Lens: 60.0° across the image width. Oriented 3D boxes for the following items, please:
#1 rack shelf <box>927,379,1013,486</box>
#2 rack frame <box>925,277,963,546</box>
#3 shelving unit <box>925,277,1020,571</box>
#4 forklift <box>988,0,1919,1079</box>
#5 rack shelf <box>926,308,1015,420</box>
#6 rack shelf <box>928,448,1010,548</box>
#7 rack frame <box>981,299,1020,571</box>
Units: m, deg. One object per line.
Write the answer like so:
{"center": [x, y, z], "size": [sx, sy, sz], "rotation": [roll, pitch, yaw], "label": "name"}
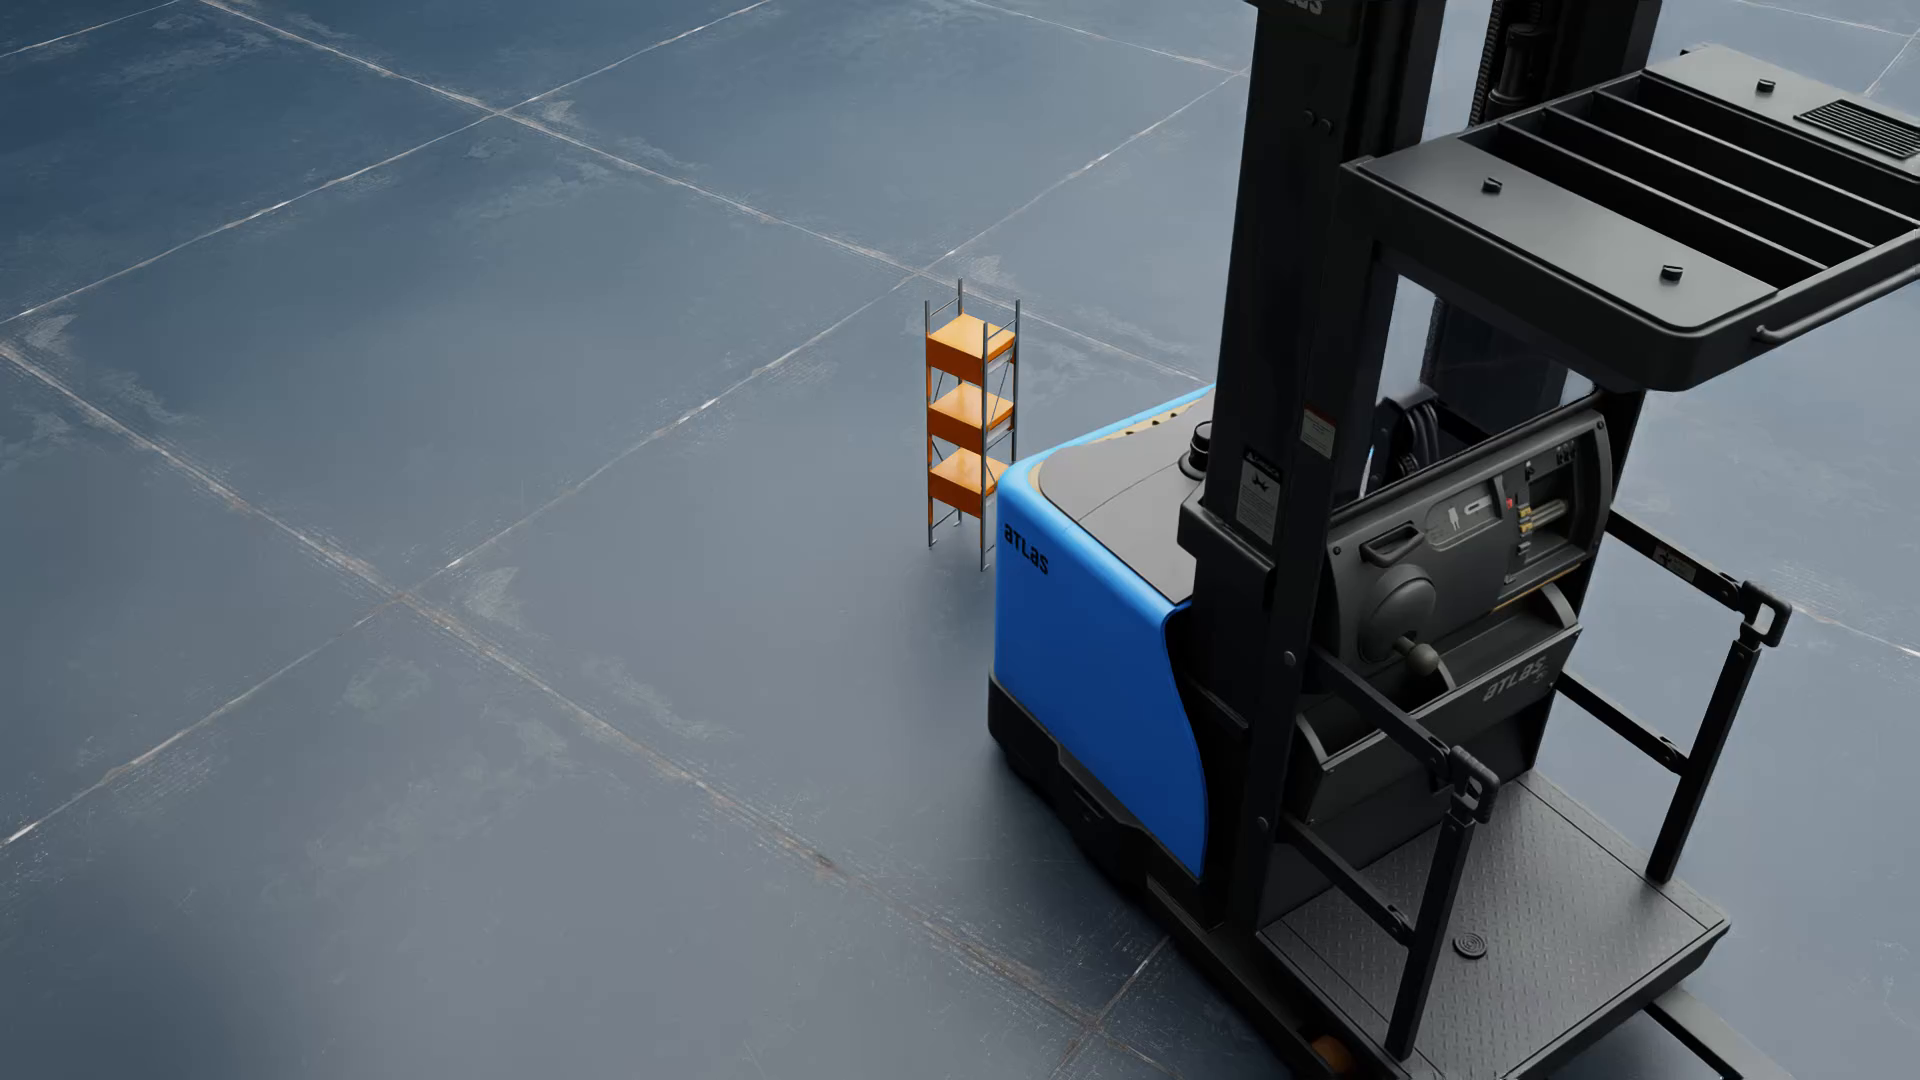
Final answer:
{"center": [0.042, -0.385, 5.907], "size": [0.240, 0.259, 0.215], "rotation": [25, 45, 29], "label": "rack shelf"}
{"center": [-0.054, -0.439, 5.959], "size": [0.008, 1.050, 0.200], "rotation": [25, 45, 29], "label": "rack frame"}
{"center": [0.042, -0.393, 5.901], "size": [0.252, 1.050, 0.215], "rotation": [25, 45, 29], "label": "shelving unit"}
{"center": [1.331, 0.075, 3.776], "size": [1.130, 2.935, 3.031], "rotation": [-23, 43, -26], "label": "forklift"}
{"center": [0.042, -0.608, 5.732], "size": [0.240, 0.259, 0.215], "rotation": [25, 45, 29], "label": "rack shelf"}
{"center": [0.042, -0.166, 6.079], "size": [0.240, 0.259, 0.215], "rotation": [25, 45, 29], "label": "rack shelf"}
{"center": [0.139, -0.348, 5.842], "size": [0.008, 1.050, 0.200], "rotation": [25, 45, 29], "label": "rack frame"}
